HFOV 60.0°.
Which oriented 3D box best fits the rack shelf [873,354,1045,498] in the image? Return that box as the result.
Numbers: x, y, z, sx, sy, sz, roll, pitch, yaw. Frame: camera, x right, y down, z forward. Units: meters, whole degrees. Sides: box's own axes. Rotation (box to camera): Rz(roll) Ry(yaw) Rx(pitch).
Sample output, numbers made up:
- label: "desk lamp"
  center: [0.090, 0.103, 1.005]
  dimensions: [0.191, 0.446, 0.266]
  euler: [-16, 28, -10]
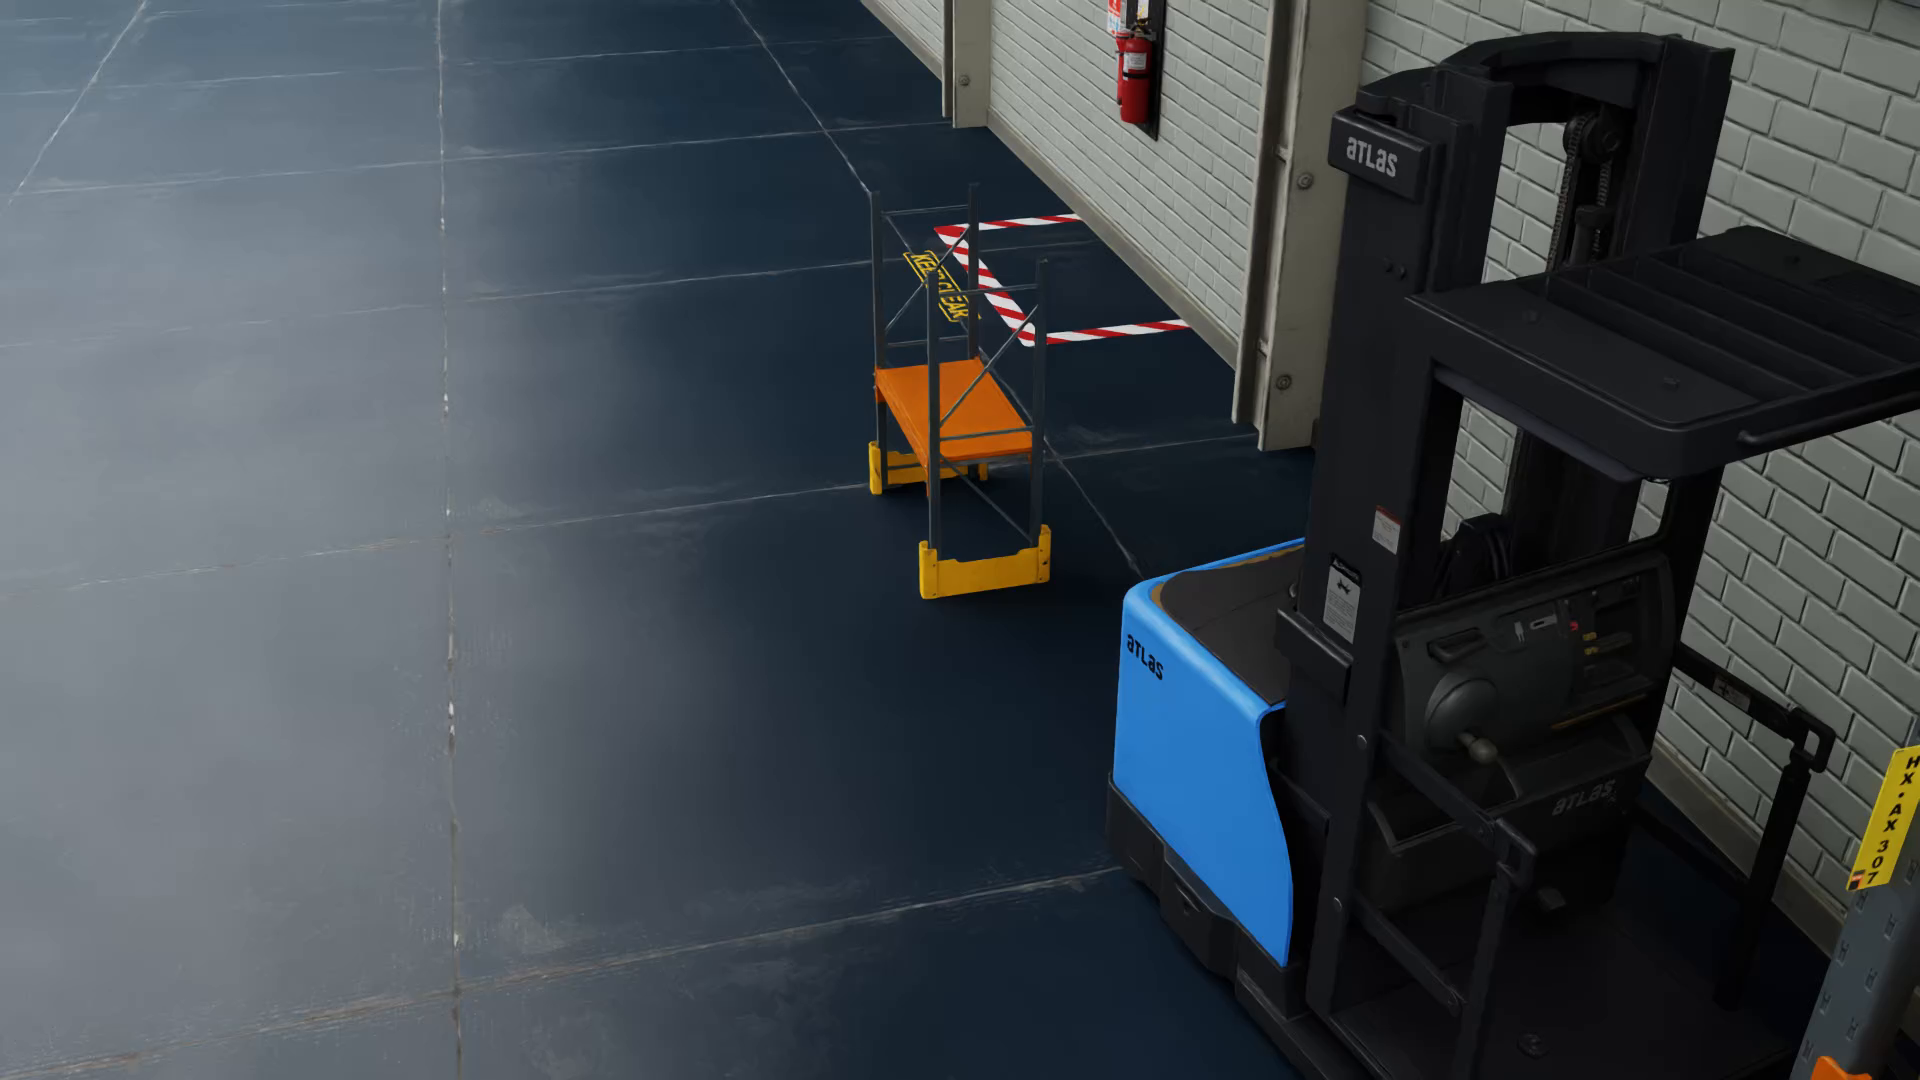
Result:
- label: "rack shelf"
  center: [-0.023, -0.535, 7.536]
  dimensions: [0.538, 0.185, 1.000]
  euler: [-8, 31, -13]

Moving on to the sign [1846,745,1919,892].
- label: "sign"
  center: [1.694, 0.505, 3.019]
  dimensions: [0.100, 0.325, 0.005]
  euler: [-8, 31, -13]

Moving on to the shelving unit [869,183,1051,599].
- label: "shelving unit"
  center: [-0.020, -0.686, 7.438]
  dimensions: [0.587, 1.500, 1.083]
  euler: [-8, 31, -13]

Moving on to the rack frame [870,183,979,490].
- label: "rack frame"
  center: [-0.158, -0.936, 7.870]
  dimensions: [0.500, 1.500, 0.032]
  euler: [-8, 31, -13]

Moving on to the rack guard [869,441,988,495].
- label: "rack guard"
  center: [-0.152, -0.386, 8.167]
  dimensions: [0.587, 0.250, 0.087]
  euler: [-8, 31, -13]

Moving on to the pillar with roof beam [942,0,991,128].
- label: "pillar with roof beam"
  center: [-4.098, -6.789, 10.497]
  dimensions: [9.100, 9.000, 0.400]
  euler: [-8, 31, -13]

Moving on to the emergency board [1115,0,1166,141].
- label: "emergency board"
  center: [1.026, -3.066, 10.053]
  dimensions: [0.194, 1.169, 0.643]
  euler: [-8, 31, -13]

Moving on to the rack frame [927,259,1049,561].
- label: "rack frame"
  center: [0.112, -0.445, 7.021]
  dimensions: [0.500, 1.500, 0.032]
  euler: [-8, 31, -13]

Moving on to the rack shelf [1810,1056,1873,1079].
- label: "rack shelf"
  center: [2.748, 2.085, 1.872]
  dimensions: [1.077, 0.370, 4.000]
  euler: [-8, 31, -13]

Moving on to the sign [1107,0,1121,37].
- label: "sign"
  center: [0.978, -3.362, 10.529]
  dimensions: [0.001, 0.329, 0.234]
  euler: [-8, 31, -13]

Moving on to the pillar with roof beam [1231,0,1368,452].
- label: "pillar with roof beam"
  center: [-2.506, -3.892, 5.490]
  dimensions: [9.100, 9.000, 0.400]
  euler: [-8, 31, -13]

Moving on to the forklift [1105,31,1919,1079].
- label: "forklift"
  center: [1.616, 0.360, 4.202]
  dimensions: [1.130, 2.935, 3.031]
  euler: [-14, 33, -23]

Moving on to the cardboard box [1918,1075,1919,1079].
- label: "cardboard box"
  center: [2.041, 1.141, 2.913]
  dimensions: [0.500, 0.250, 0.500]
  euler: [-9, 31, -15]

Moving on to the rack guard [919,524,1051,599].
- label: "rack guard"
  center: [0.112, 0.096, 7.335]
  dimensions: [0.587, 0.250, 0.087]
  euler: [-8, 31, -13]
